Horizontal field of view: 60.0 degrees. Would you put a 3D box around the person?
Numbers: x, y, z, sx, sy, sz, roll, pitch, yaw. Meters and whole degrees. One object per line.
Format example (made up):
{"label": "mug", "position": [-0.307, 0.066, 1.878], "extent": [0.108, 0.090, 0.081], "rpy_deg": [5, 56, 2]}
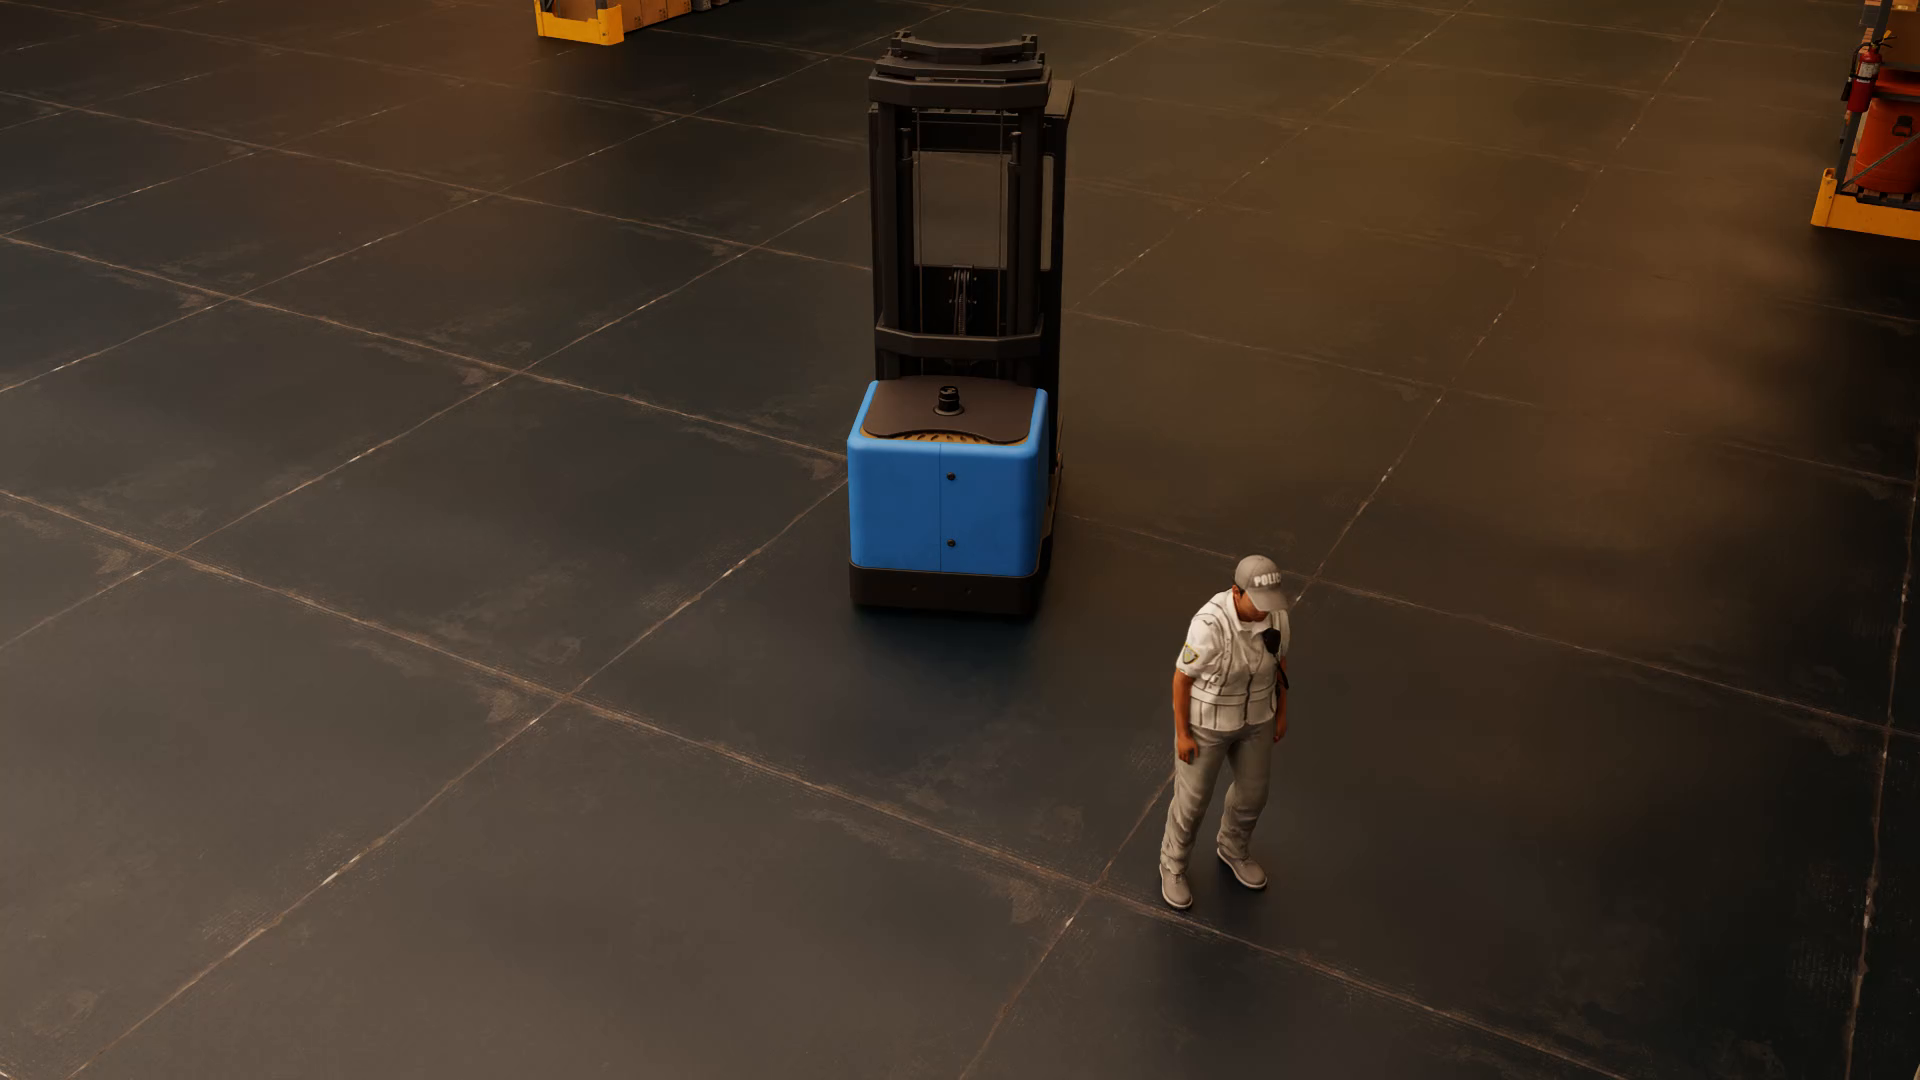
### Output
{"label": "person", "position": [1.130, 0.775, 6.995], "extent": [0.558, 1.667, 0.468], "rpy_deg": [-11, 32, -18]}

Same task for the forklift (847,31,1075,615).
{"label": "forklift", "position": [0.072, -1.572, 9.794], "extent": [1.130, 2.935, 3.031], "rpy_deg": [3, 30, 6]}
